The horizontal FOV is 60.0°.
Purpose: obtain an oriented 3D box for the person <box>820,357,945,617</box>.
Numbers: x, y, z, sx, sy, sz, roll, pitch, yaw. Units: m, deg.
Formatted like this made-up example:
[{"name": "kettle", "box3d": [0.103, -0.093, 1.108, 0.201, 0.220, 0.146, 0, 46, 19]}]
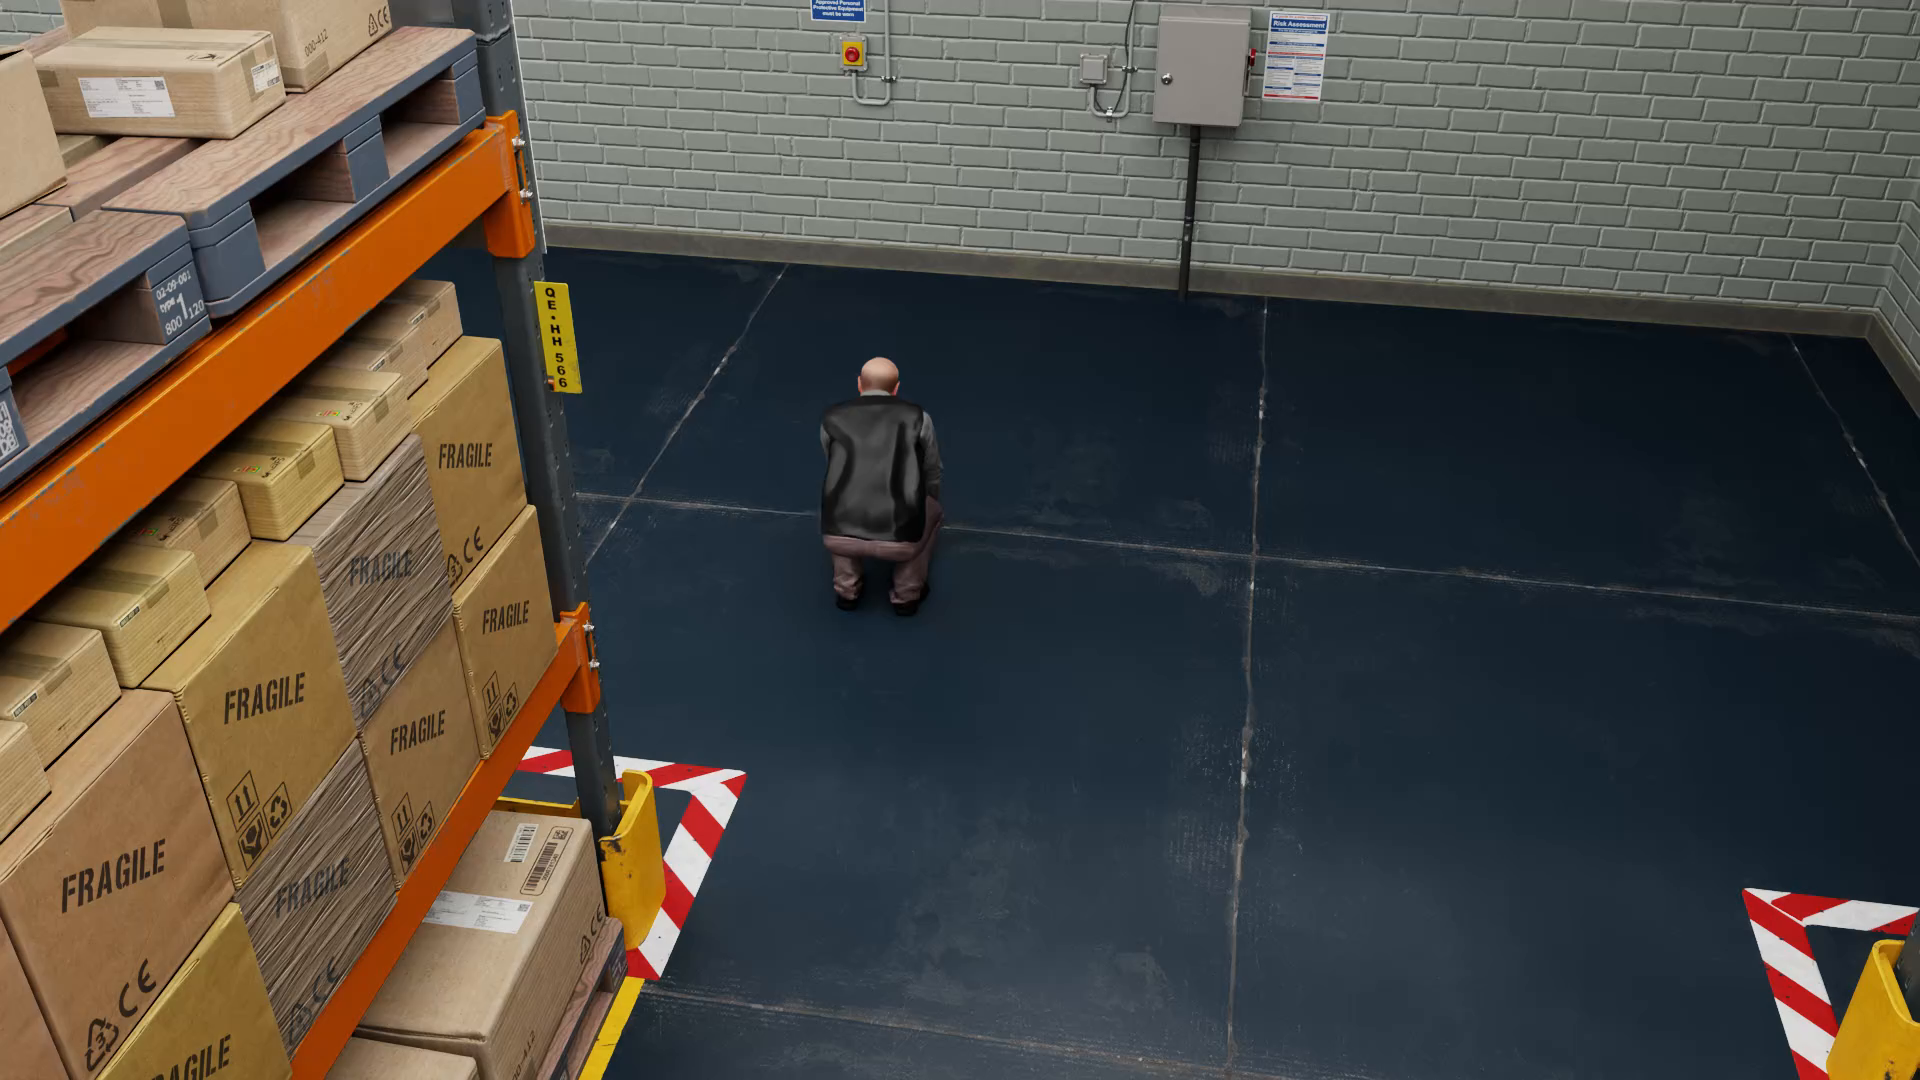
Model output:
[{"name": "person", "box3d": [-0.351, -0.226, 7.236, 0.541, 0.966, 0.875, 5, 33, 8]}]
